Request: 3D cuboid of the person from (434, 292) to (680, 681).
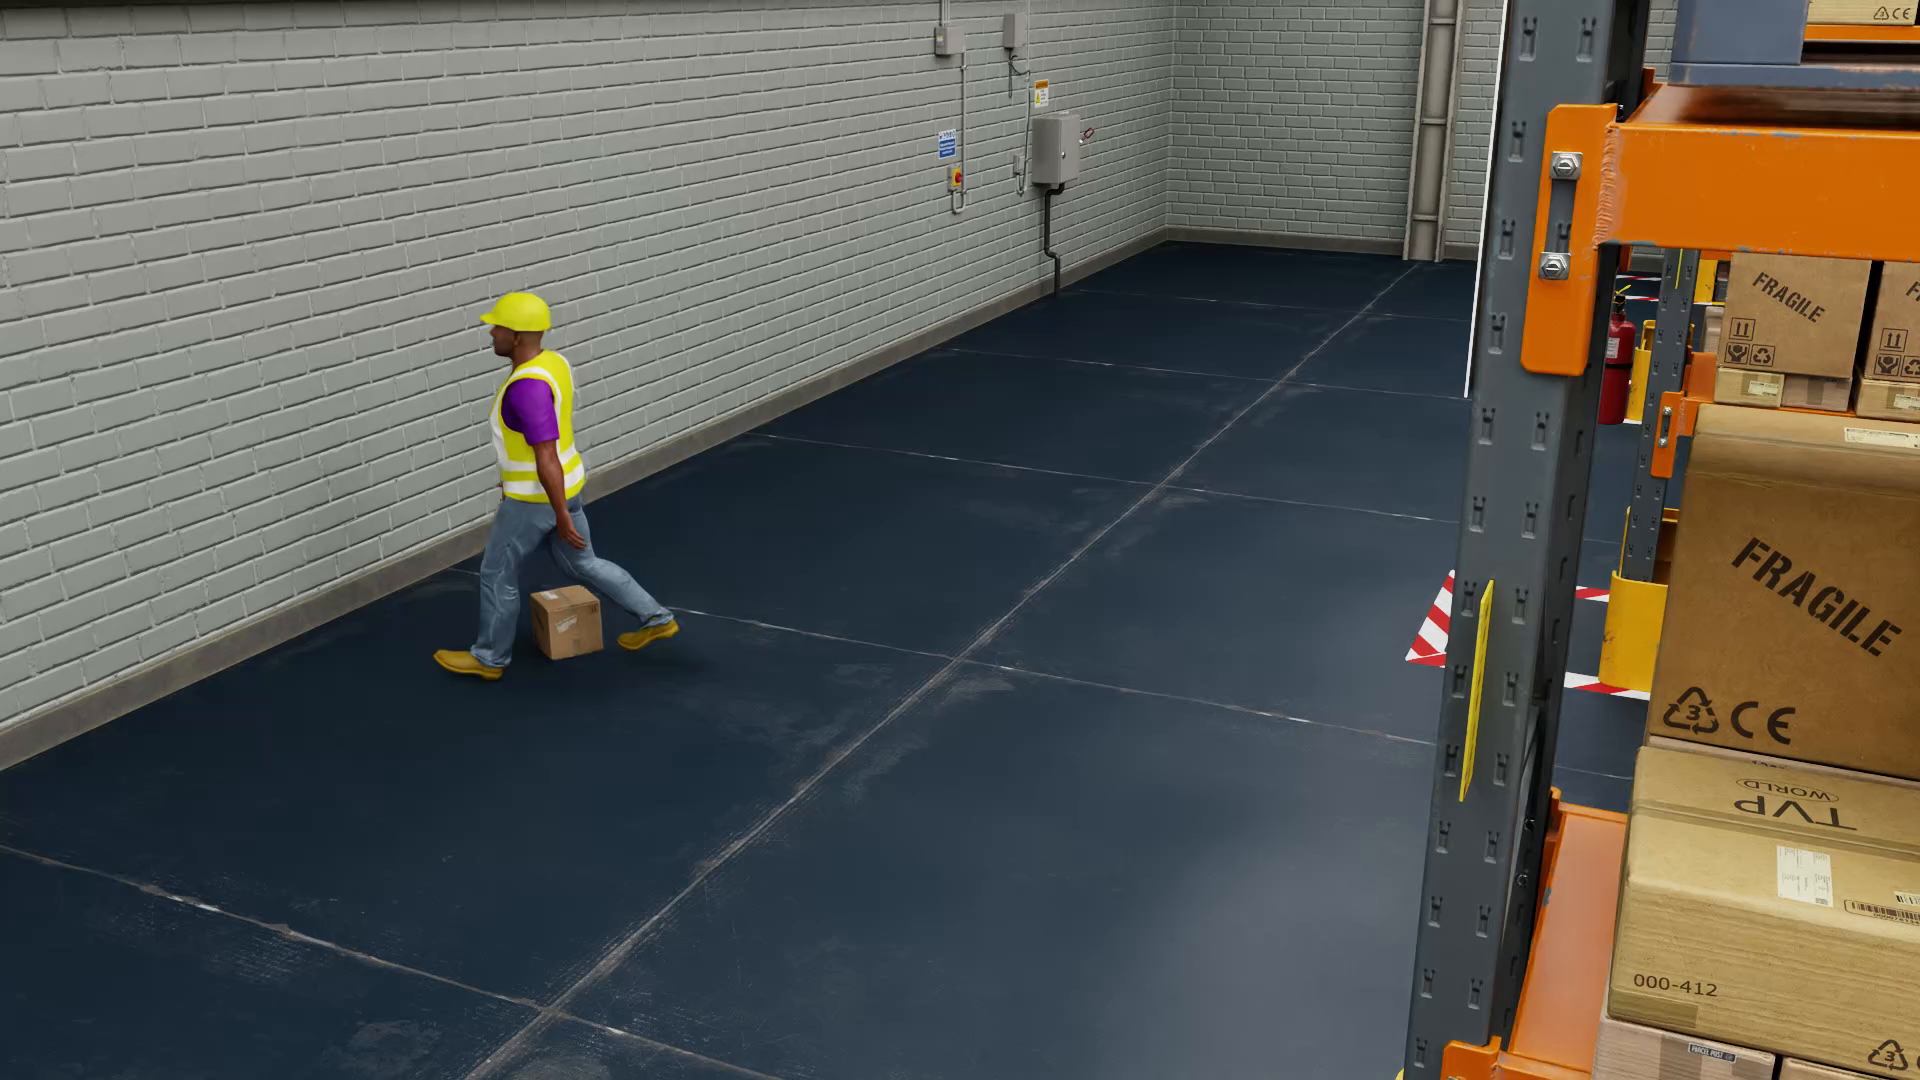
[{"bbox_3d":[-1.805,-0.218,7.227,1.062,1.728,0.605,1,19,2],"label":"person"}]
